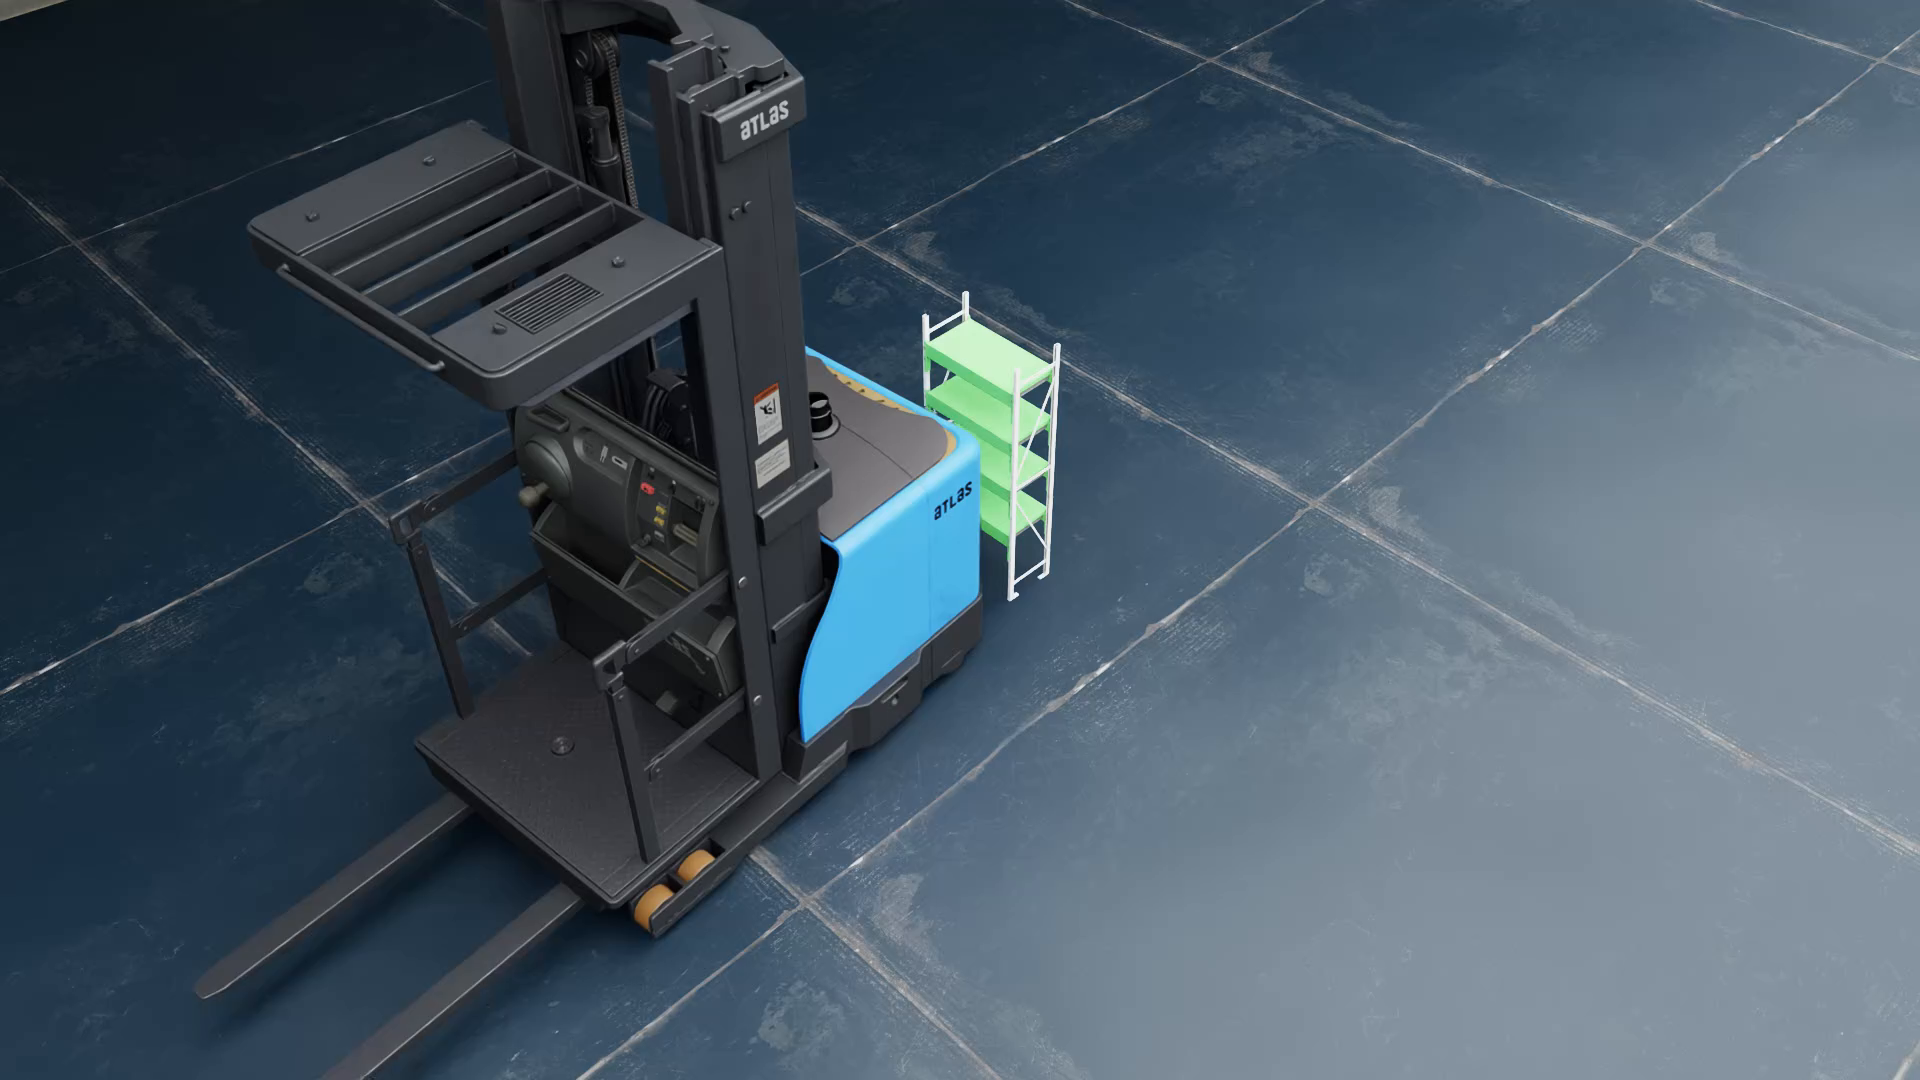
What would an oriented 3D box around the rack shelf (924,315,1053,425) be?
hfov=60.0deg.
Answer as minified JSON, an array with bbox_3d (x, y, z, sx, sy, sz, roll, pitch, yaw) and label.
[{"bbox_3d":[0.117,-0.667,6.474,0.258,0.148,0.480,-34,53,-31],"label":"rack shelf"}]

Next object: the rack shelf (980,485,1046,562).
[{"bbox_3d":[0.117,-0.138,6.963,0.258,0.148,0.480,-34,53,-31],"label":"rack shelf"}]

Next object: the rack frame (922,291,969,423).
[{"bbox_3d":[-0.055,-0.478,6.884,0.240,1.200,0.015,-34,53,-31],"label":"rack frame"}]

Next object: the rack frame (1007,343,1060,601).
[{"bbox_3d":[0.289,-0.244,6.630,0.240,1.200,0.015,-34,53,-31],"label":"rack frame"}]

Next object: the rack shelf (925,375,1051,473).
[{"bbox_3d":[0.117,-0.490,6.637,0.258,0.148,0.480,-34,53,-31],"label":"rack shelf"}]

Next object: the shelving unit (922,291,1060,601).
[{"bbox_3d":[0.117,-0.361,6.757,0.258,1.200,0.503,-34,53,-31],"label":"shelving unit"}]

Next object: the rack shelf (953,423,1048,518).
[{"bbox_3d":[0.117,-0.314,6.800,0.258,0.148,0.480,-34,53,-31],"label":"rack shelf"}]

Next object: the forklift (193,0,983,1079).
[{"bbox_3d":[-1.243,-0.104,5.202,1.130,2.935,3.031,30,50,28],"label":"forklift"}]
